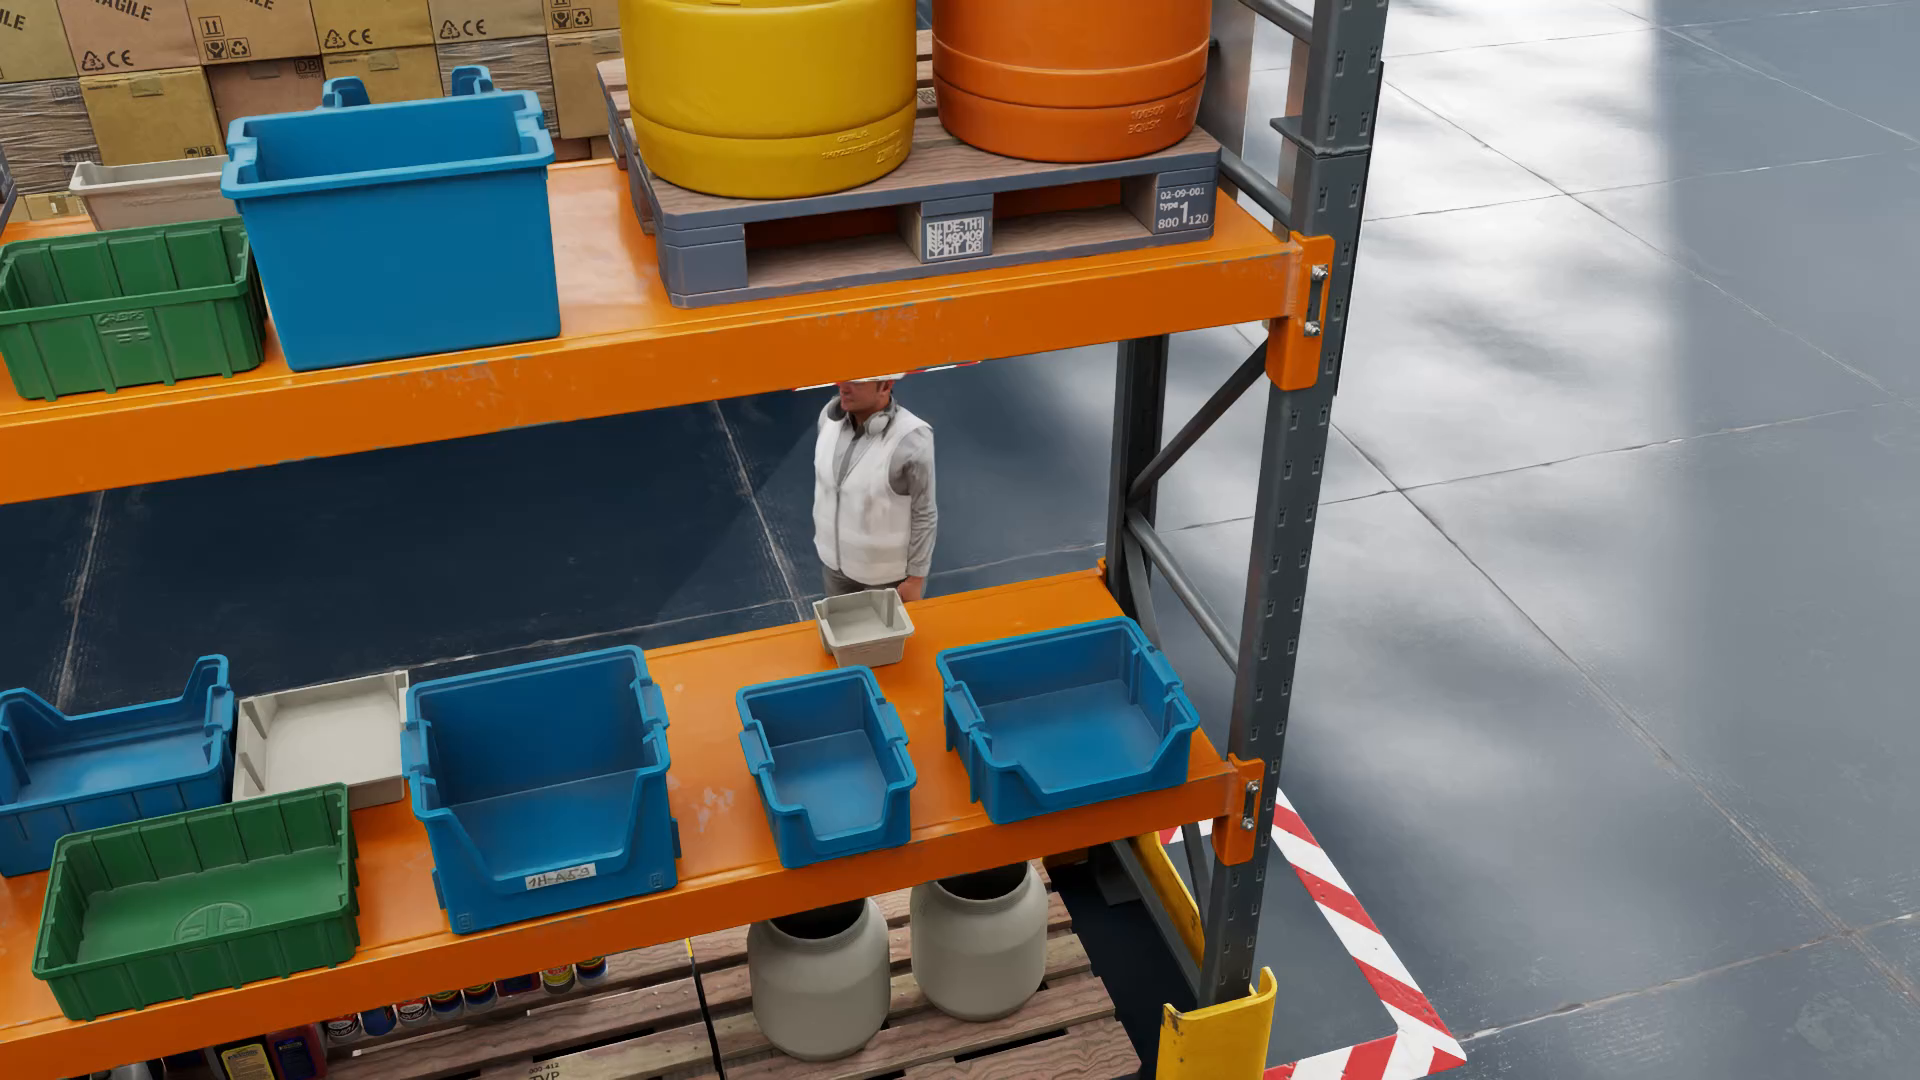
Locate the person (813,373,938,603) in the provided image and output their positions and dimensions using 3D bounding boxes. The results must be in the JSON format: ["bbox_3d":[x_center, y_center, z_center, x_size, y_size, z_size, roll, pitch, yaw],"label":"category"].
[{"bbox_3d":[-0.326,0.075,6.001,0.543,1.806,0.378,25,41,32],"label":"person"}]
